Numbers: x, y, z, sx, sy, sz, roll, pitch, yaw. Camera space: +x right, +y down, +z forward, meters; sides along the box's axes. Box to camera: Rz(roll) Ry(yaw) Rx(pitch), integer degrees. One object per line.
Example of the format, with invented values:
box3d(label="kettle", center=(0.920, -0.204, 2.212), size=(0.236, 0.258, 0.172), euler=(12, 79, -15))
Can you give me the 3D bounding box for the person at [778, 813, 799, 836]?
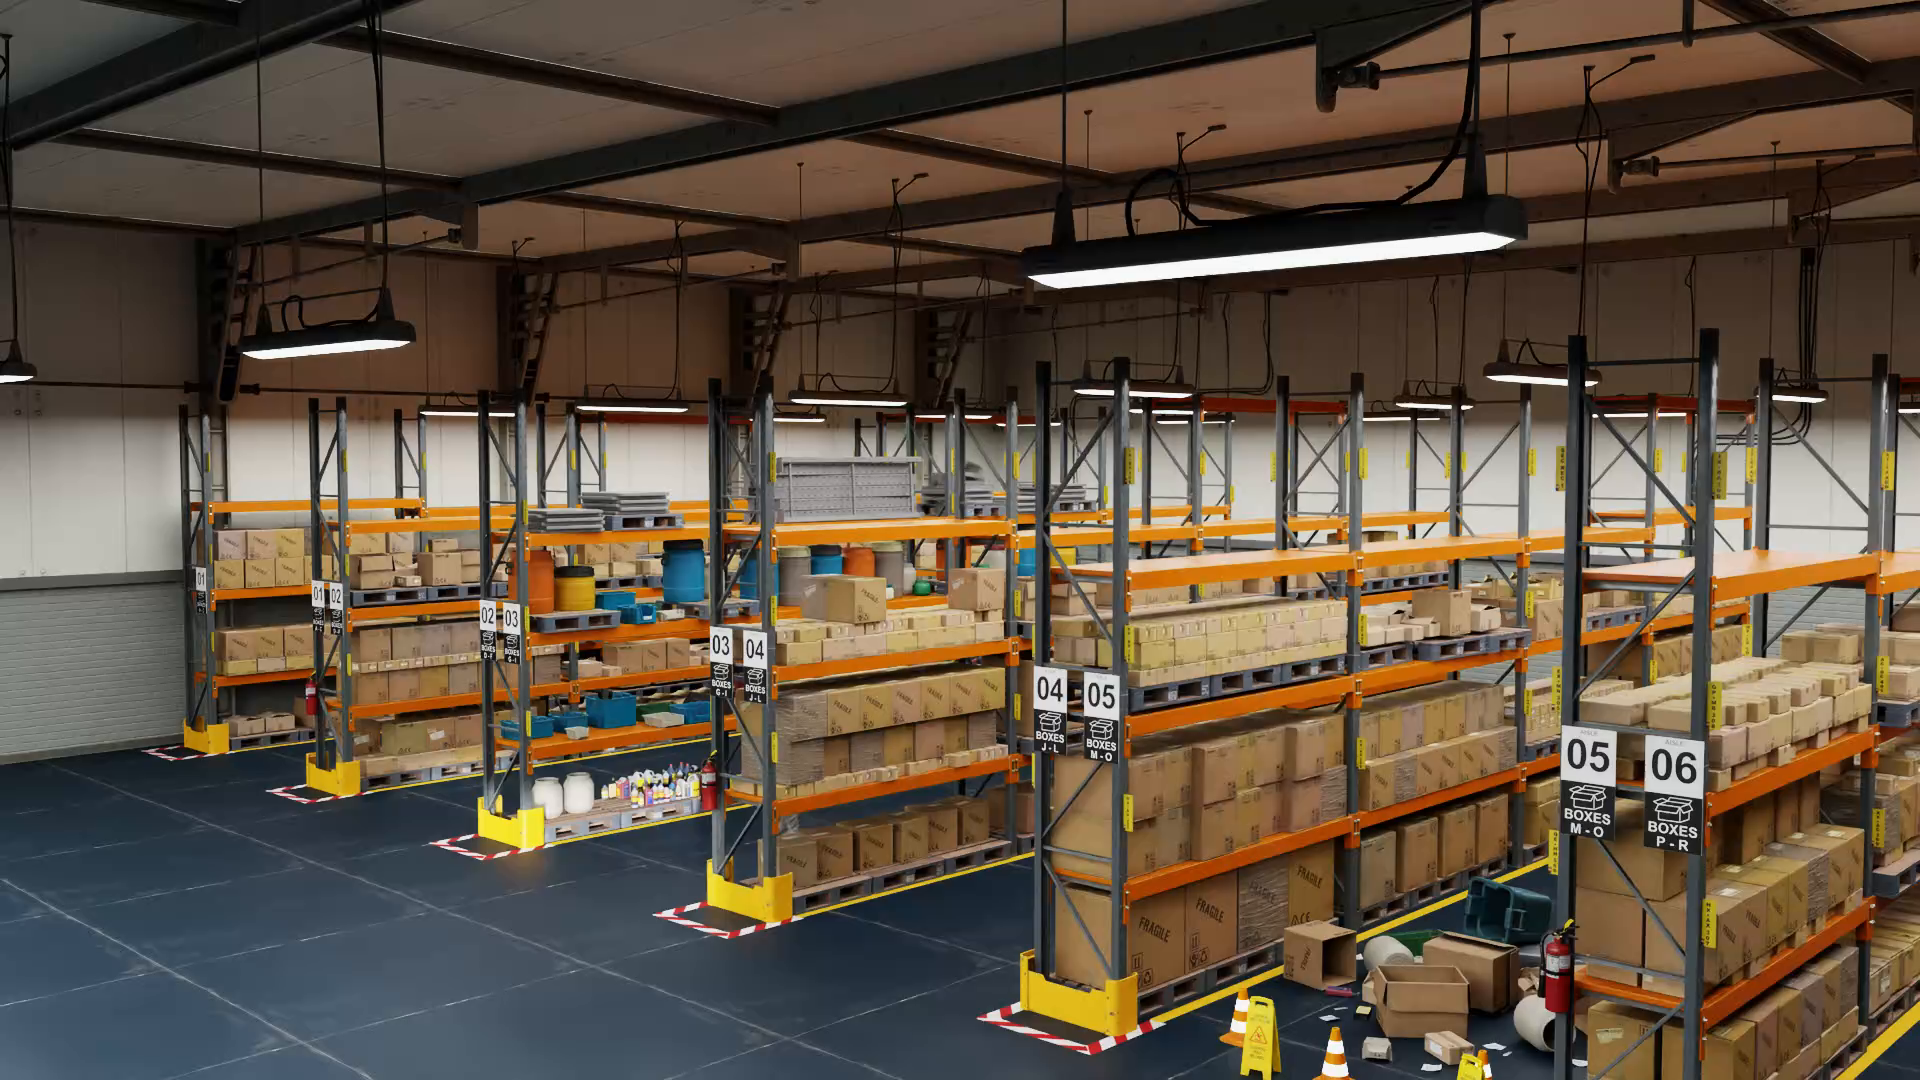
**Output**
box3d(label="person", center=(-2.395, 3.125, 21.988), size=(0.683, 1.719, 0.807), euler=(2, 4, 38))
